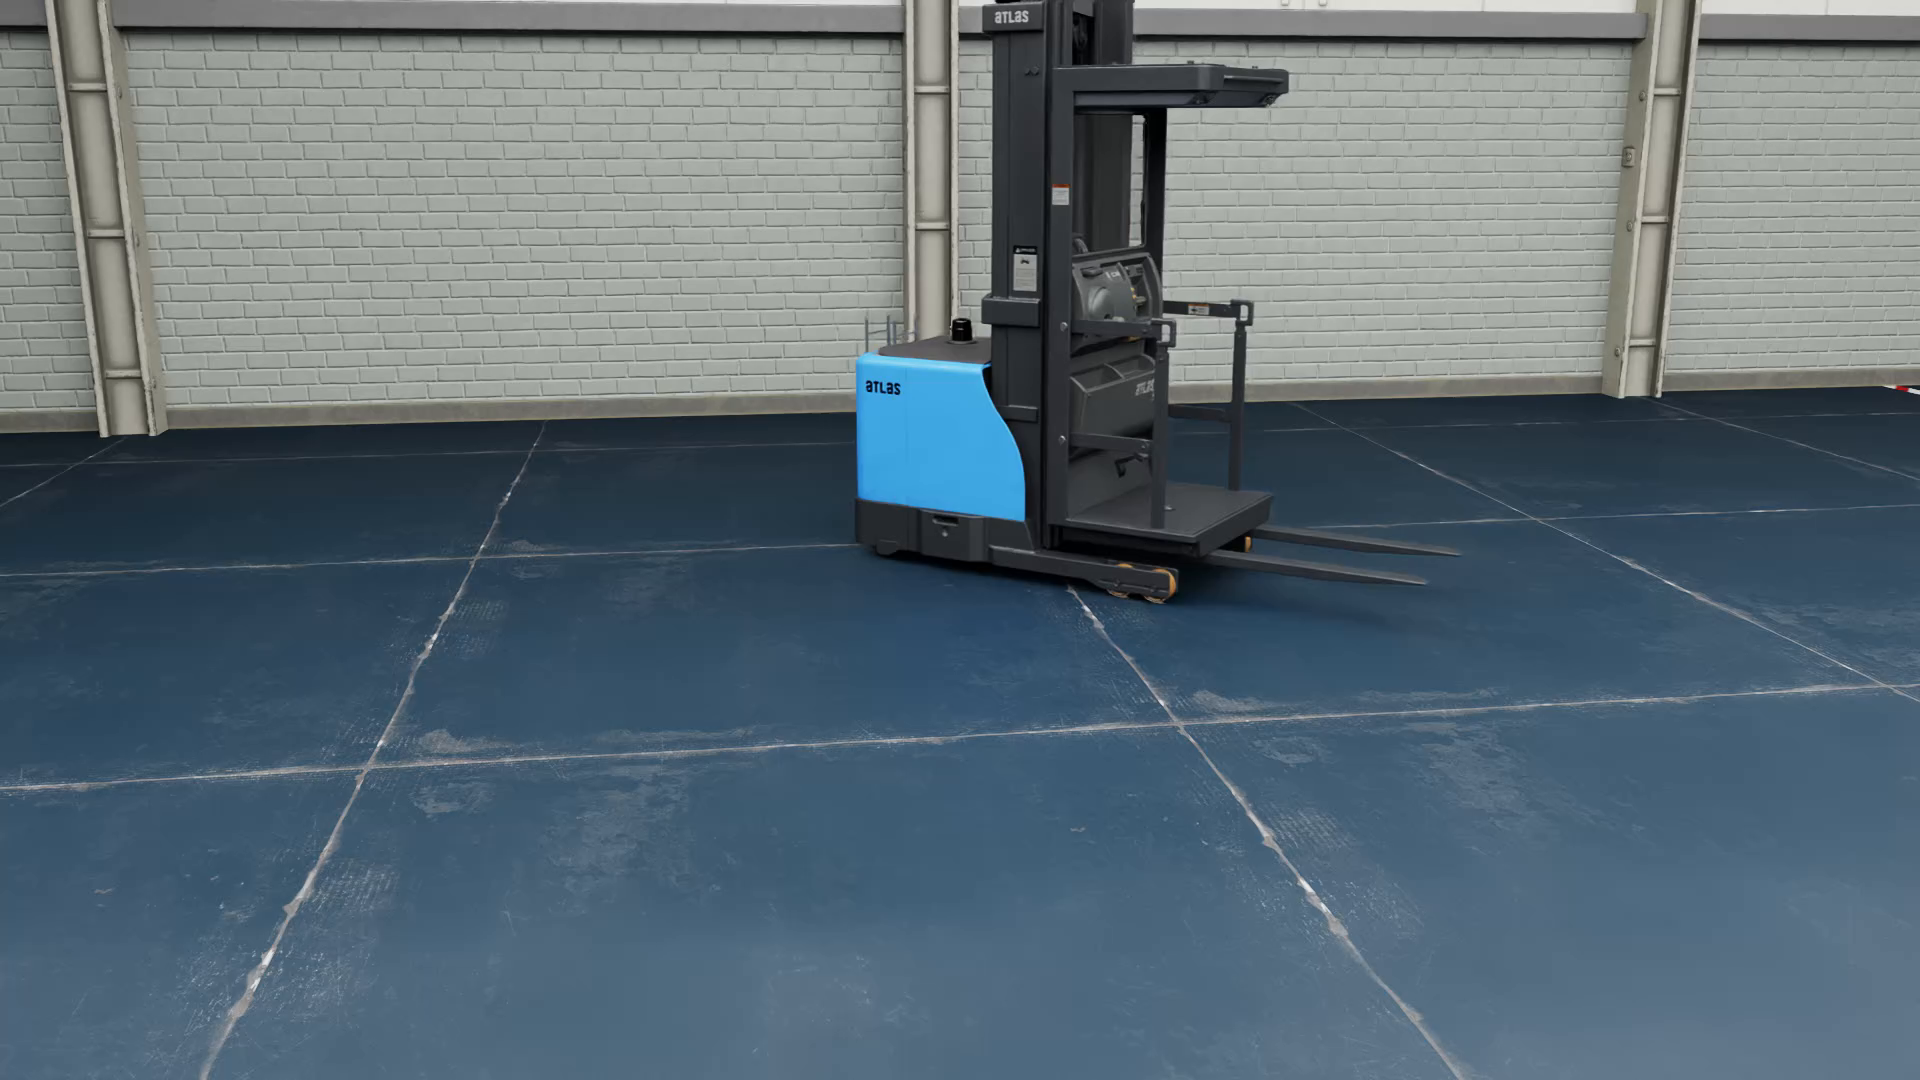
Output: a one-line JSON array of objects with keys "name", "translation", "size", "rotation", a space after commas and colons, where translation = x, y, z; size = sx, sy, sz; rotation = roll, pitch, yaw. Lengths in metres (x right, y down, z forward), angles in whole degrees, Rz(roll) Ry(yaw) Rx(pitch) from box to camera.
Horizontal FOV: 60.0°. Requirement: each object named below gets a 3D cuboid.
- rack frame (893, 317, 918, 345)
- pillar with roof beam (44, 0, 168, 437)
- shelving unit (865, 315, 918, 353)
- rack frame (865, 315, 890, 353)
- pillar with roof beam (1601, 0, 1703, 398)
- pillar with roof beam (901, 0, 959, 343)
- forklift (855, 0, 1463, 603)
[{"name": "rack frame", "translation": [-0.300, -0.631, 9.270], "size": [0.006, 1.200, 0.240], "rotation": [8, 16, 30]}, {"name": "pillar with roof beam", "translation": [-5.520, -4.131, 7.194], "size": [0.400, 9.000, 9.100], "rotation": [-2, 14, -8]}, {"name": "shelving unit", "translation": [-0.379, -0.642, 9.315], "size": [0.189, 1.200, 0.258], "rotation": [8, 16, 30]}, {"name": "rack frame", "translation": [-0.457, -0.653, 9.361], "size": [0.006, 1.200, 0.240], "rotation": [8, 16, 30]}, {"name": "pillar with roof beam", "translation": [6.346, -4.566, 8.928], "size": [0.400, 9.000, 9.100], "rotation": [-2, 14, -8]}, {"name": "pillar with roof beam", "translation": [0.413, -4.348, 8.061], "size": [0.400, 9.000, 9.100], "rotation": [-2, 14, -8]}, {"name": "forklift", "translation": [0.969, -1.264, 8.239], "size": [3.031, 2.935, 1.130], "rotation": [8, 16, 30]}]
